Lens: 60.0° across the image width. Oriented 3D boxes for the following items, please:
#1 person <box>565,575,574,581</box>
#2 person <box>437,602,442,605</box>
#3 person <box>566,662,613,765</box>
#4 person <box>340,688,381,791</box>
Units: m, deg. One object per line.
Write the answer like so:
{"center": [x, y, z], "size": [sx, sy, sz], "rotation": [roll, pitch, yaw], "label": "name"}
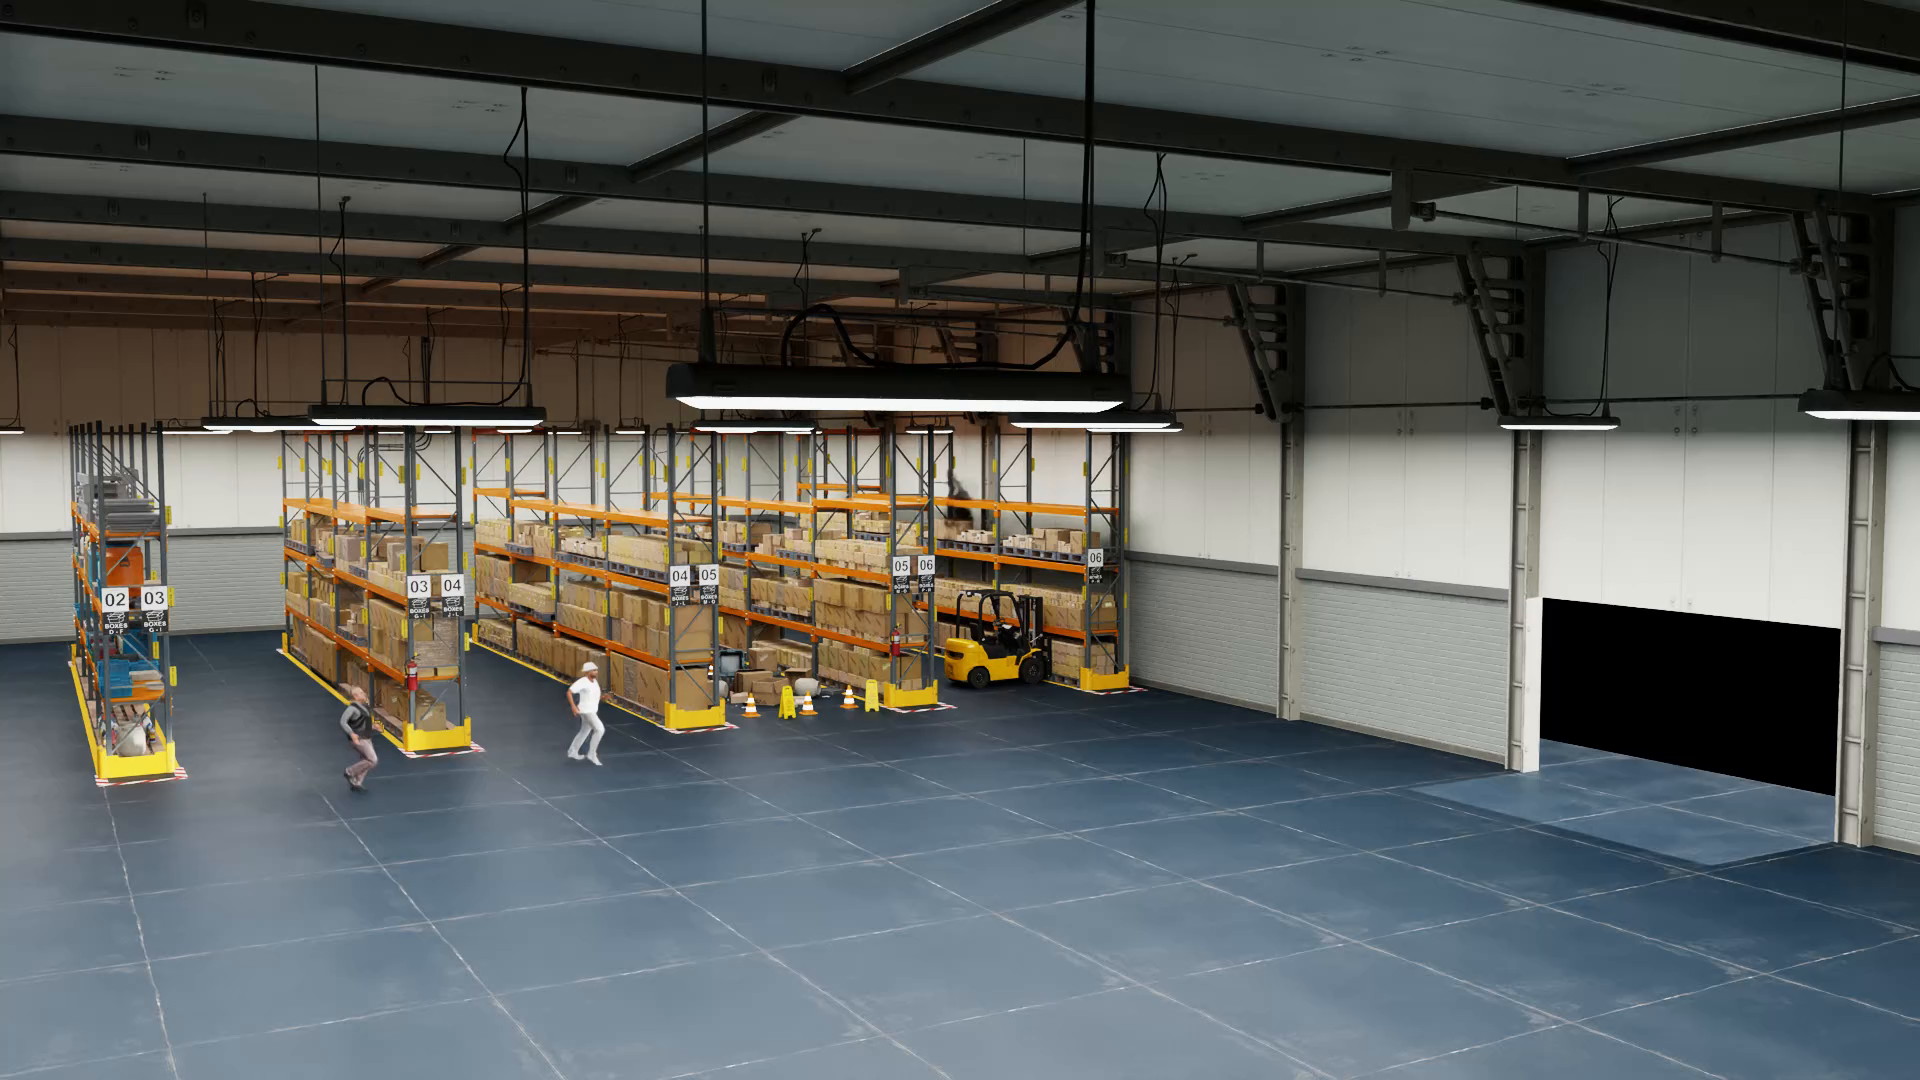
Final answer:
{"center": [-11.547, 1.864, 49.118], "size": [0.687, 1.647, 0.620], "rotation": [-2, 4, -31], "label": "person"}
{"center": [-13.492, 2.211, 43.880], "size": [0.699, 1.698, 1.023], "rotation": [-1, 4, -19], "label": "person"}
{"center": [-6.495, 3.045, 29.136], "size": [0.834, 1.815, 0.669], "rotation": [0, 4, 5], "label": "person"}
{"center": [-9.651, 3.225, 26.867], "size": [0.566, 1.681, 0.657], "rotation": [0, 4, -1], "label": "person"}
